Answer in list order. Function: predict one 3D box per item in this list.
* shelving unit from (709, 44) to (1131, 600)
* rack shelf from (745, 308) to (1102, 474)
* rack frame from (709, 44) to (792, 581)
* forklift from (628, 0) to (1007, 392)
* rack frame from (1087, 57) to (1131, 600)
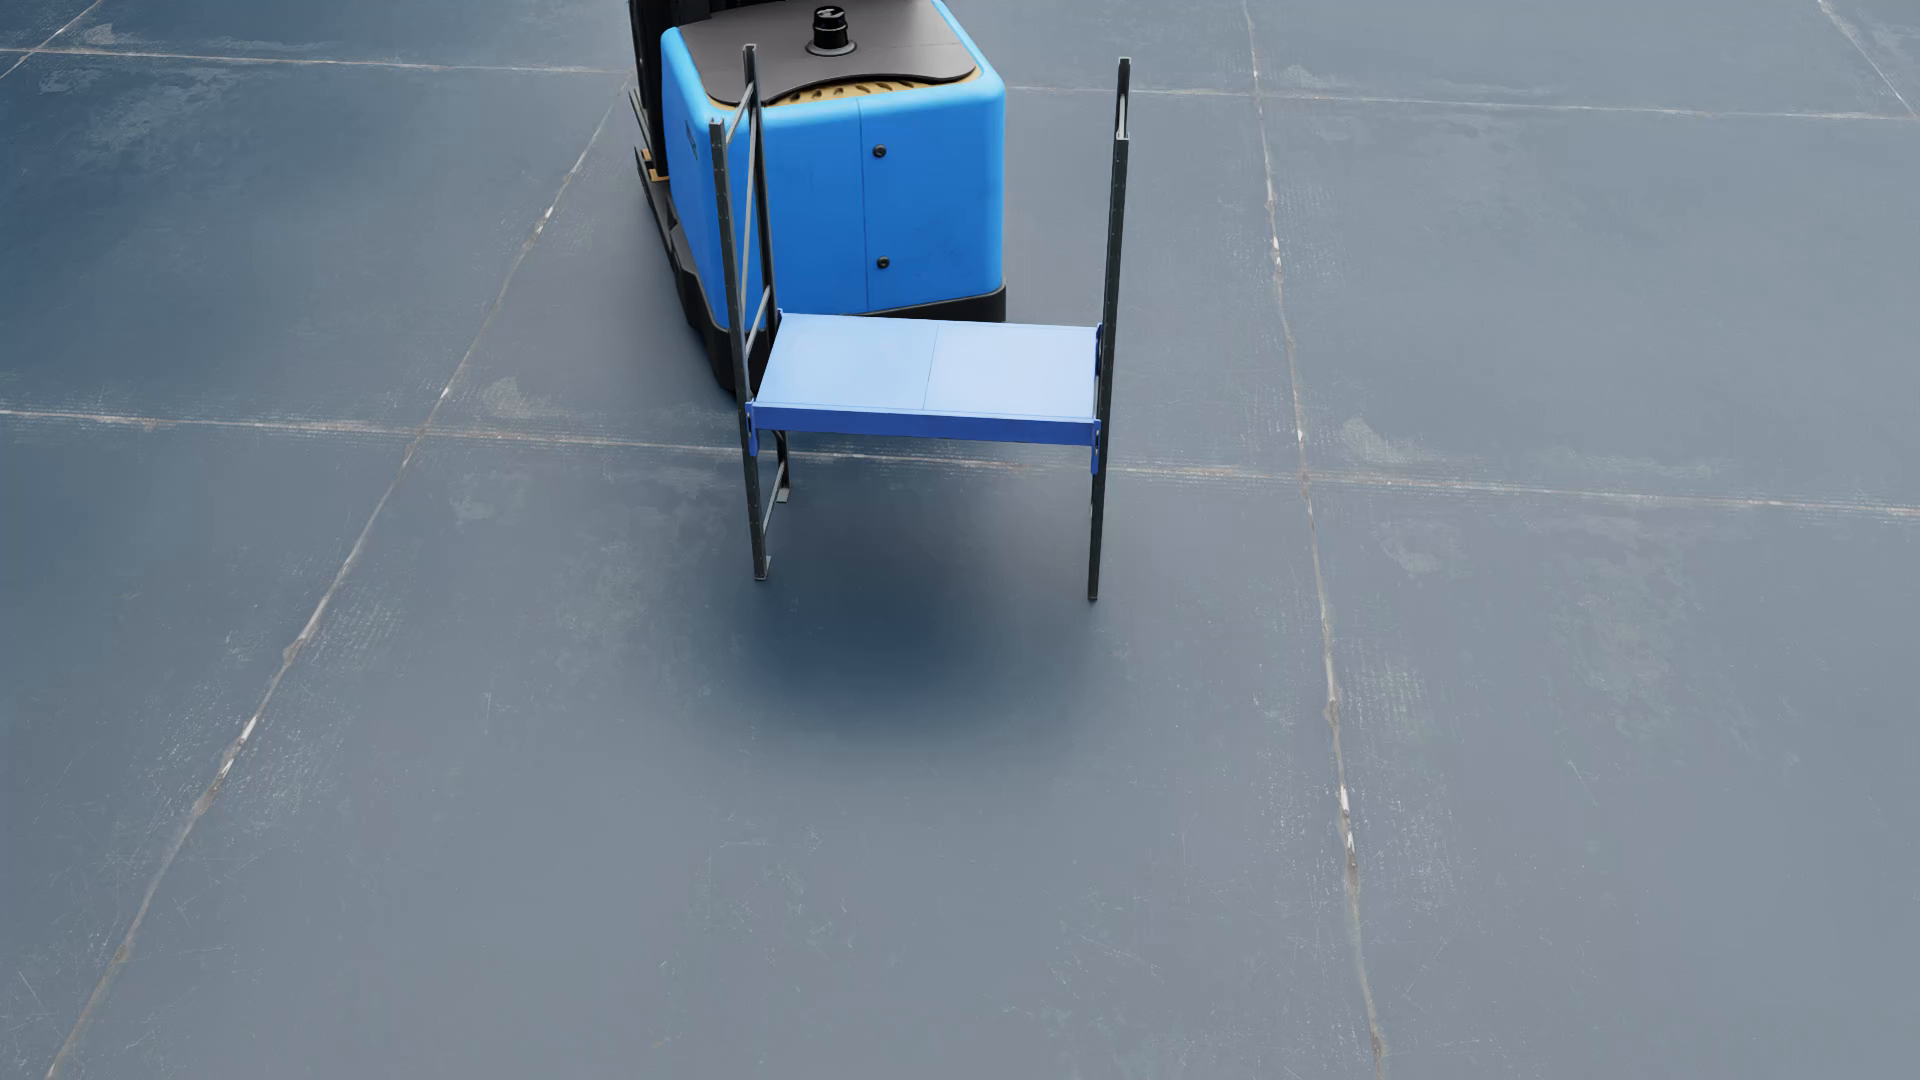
[{"bbox_3d":[-0.085,-0.586,4.782,1.048,1.500,0.538,3,39,4],"label":"shelving unit"},{"bbox_3d":[-0.085,-0.447,4.896,1.000,0.185,0.538,3,39,4],"label":"rack shelf"},{"bbox_3d":[-0.591,-0.614,4.816,0.032,1.500,0.500,3,39,4],"label":"rack frame"},{"bbox_3d":[-0.748,-2.586,6.105,1.130,2.935,3.031,-11,40,-13],"label":"forklift"},{"bbox_3d":[0.421,-0.559,4.748,0.032,1.500,0.500,3,39,4],"label":"rack frame"}]
